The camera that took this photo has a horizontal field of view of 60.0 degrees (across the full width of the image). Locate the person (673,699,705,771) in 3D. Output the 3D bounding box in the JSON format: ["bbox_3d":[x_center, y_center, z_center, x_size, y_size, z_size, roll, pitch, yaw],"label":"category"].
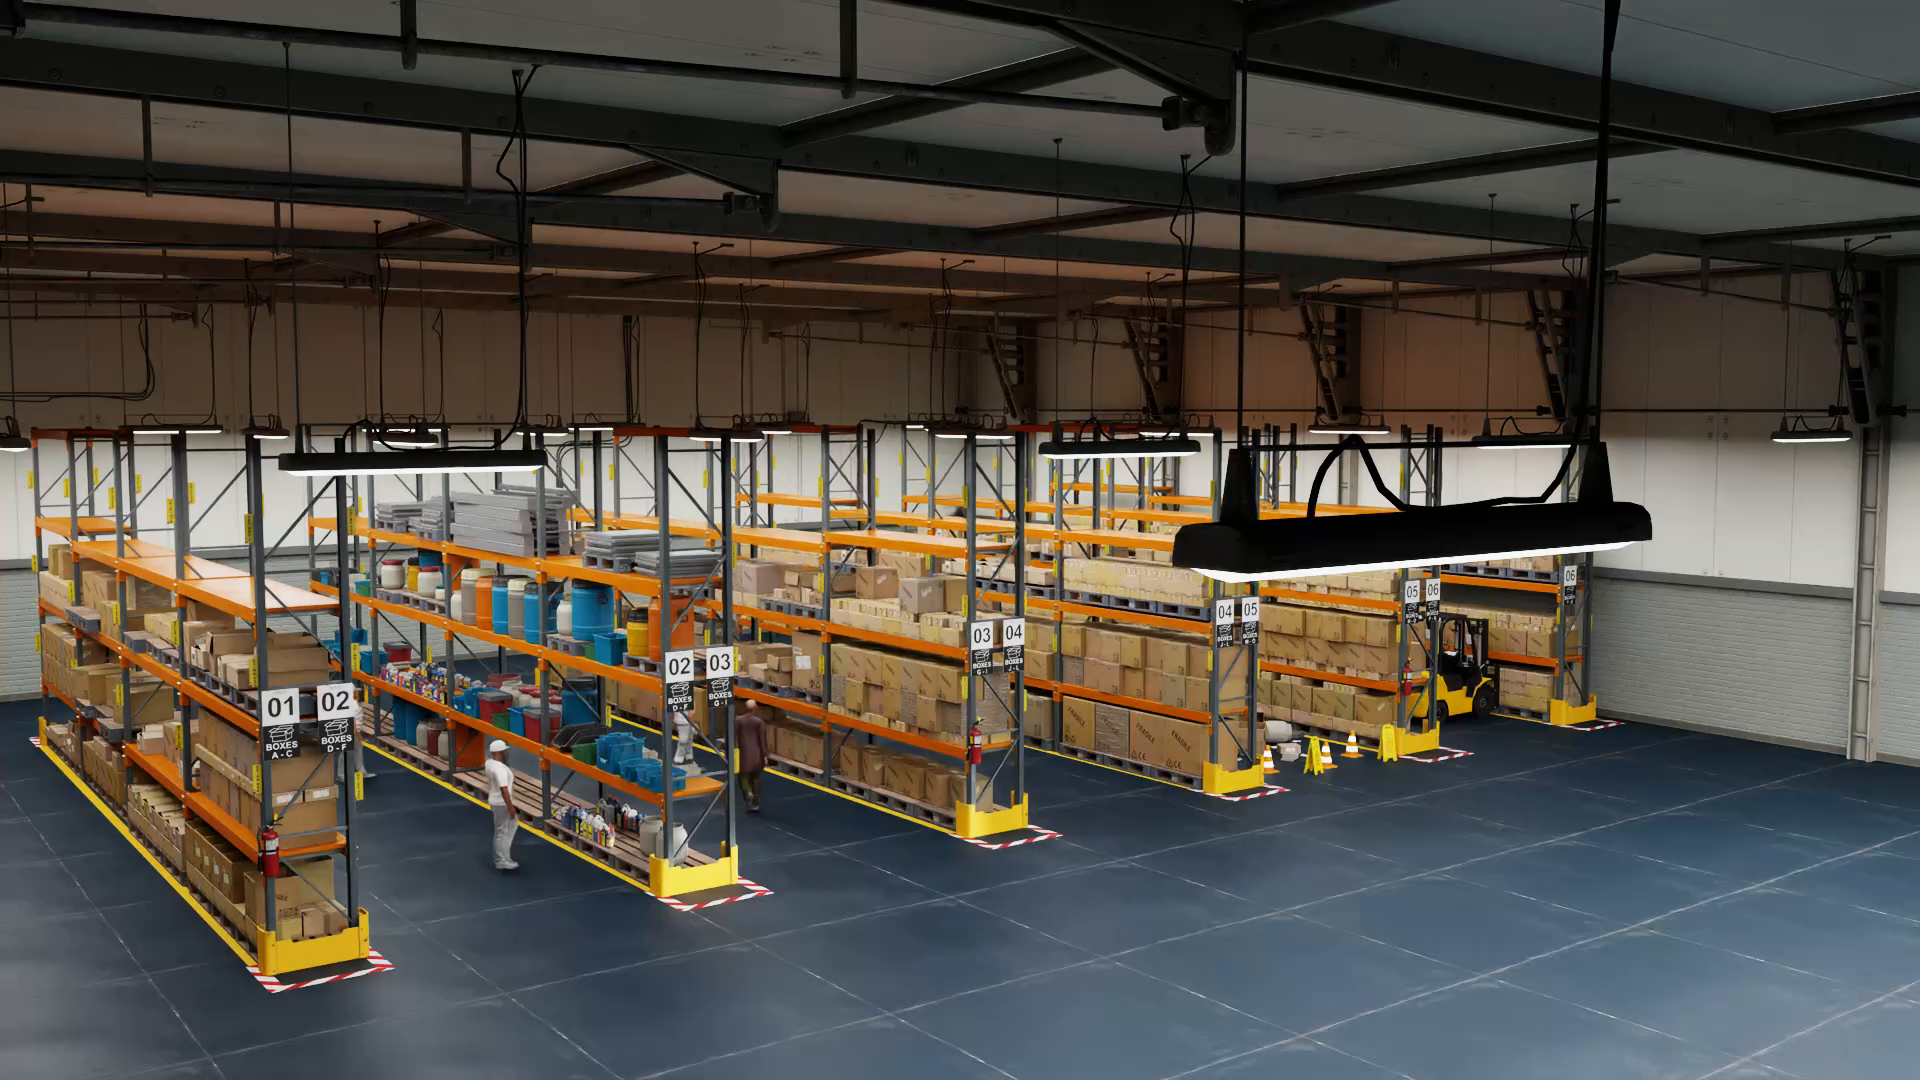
[{"bbox_3d":[-4.672,3.183,28.770,0.576,1.784,0.599,-2,5,-19],"label":"person"}]

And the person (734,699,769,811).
[{"bbox_3d":[-3.308,3.390,26.103,0.600,1.765,0.764,-1,5,-13],"label":"person"}]

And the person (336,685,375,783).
[{"bbox_3d":[-10.345,3.284,28.370,0.596,1.651,0.525,-1,5,-9],"label":"person"}]

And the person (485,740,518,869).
[{"bbox_3d":[-6.333,3.666,22.965,0.436,1.817,0.577,-1,5,-12],"label":"person"}]
